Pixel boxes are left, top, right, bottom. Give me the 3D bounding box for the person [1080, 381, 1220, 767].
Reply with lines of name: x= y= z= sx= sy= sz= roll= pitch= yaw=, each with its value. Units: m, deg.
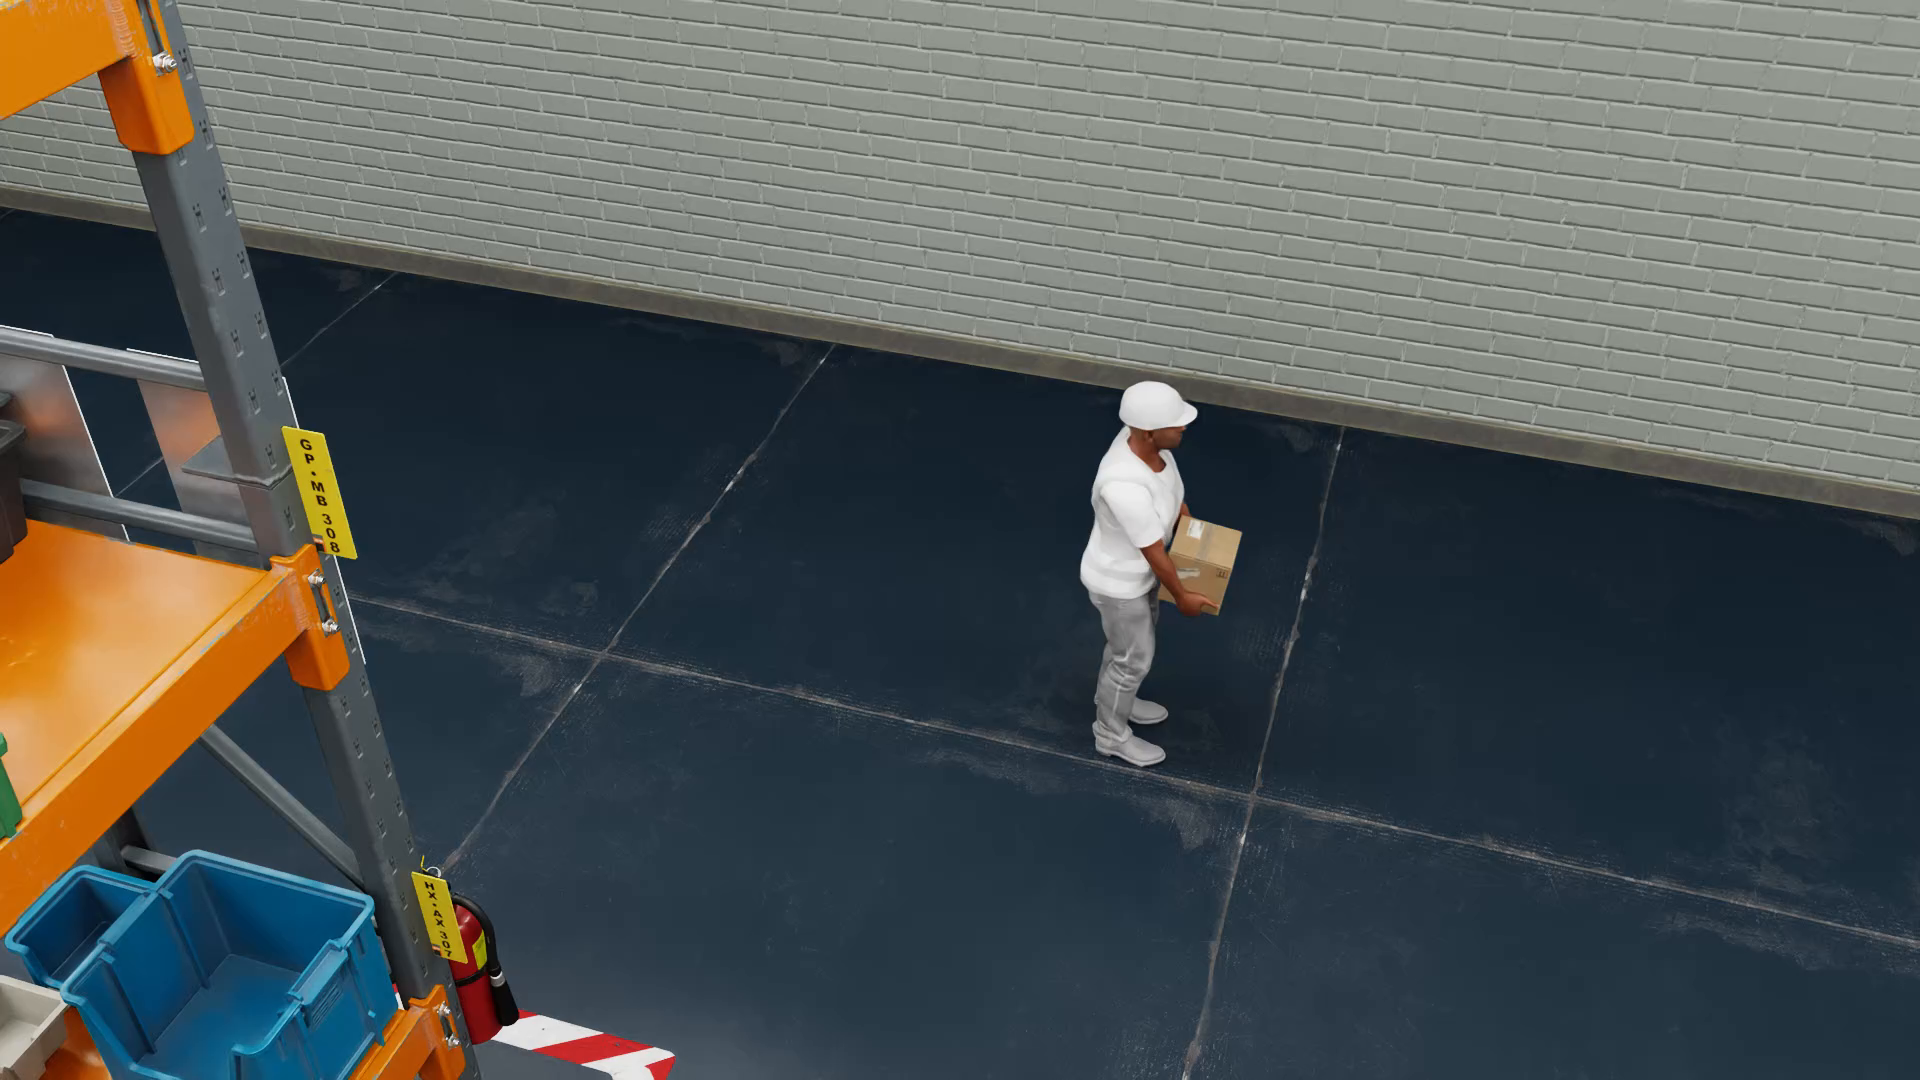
person: x=0.781 y=0.139 z=6.690 sx=0.576 sy=1.761 sz=0.505 roll=10 pitch=38 yaw=13
